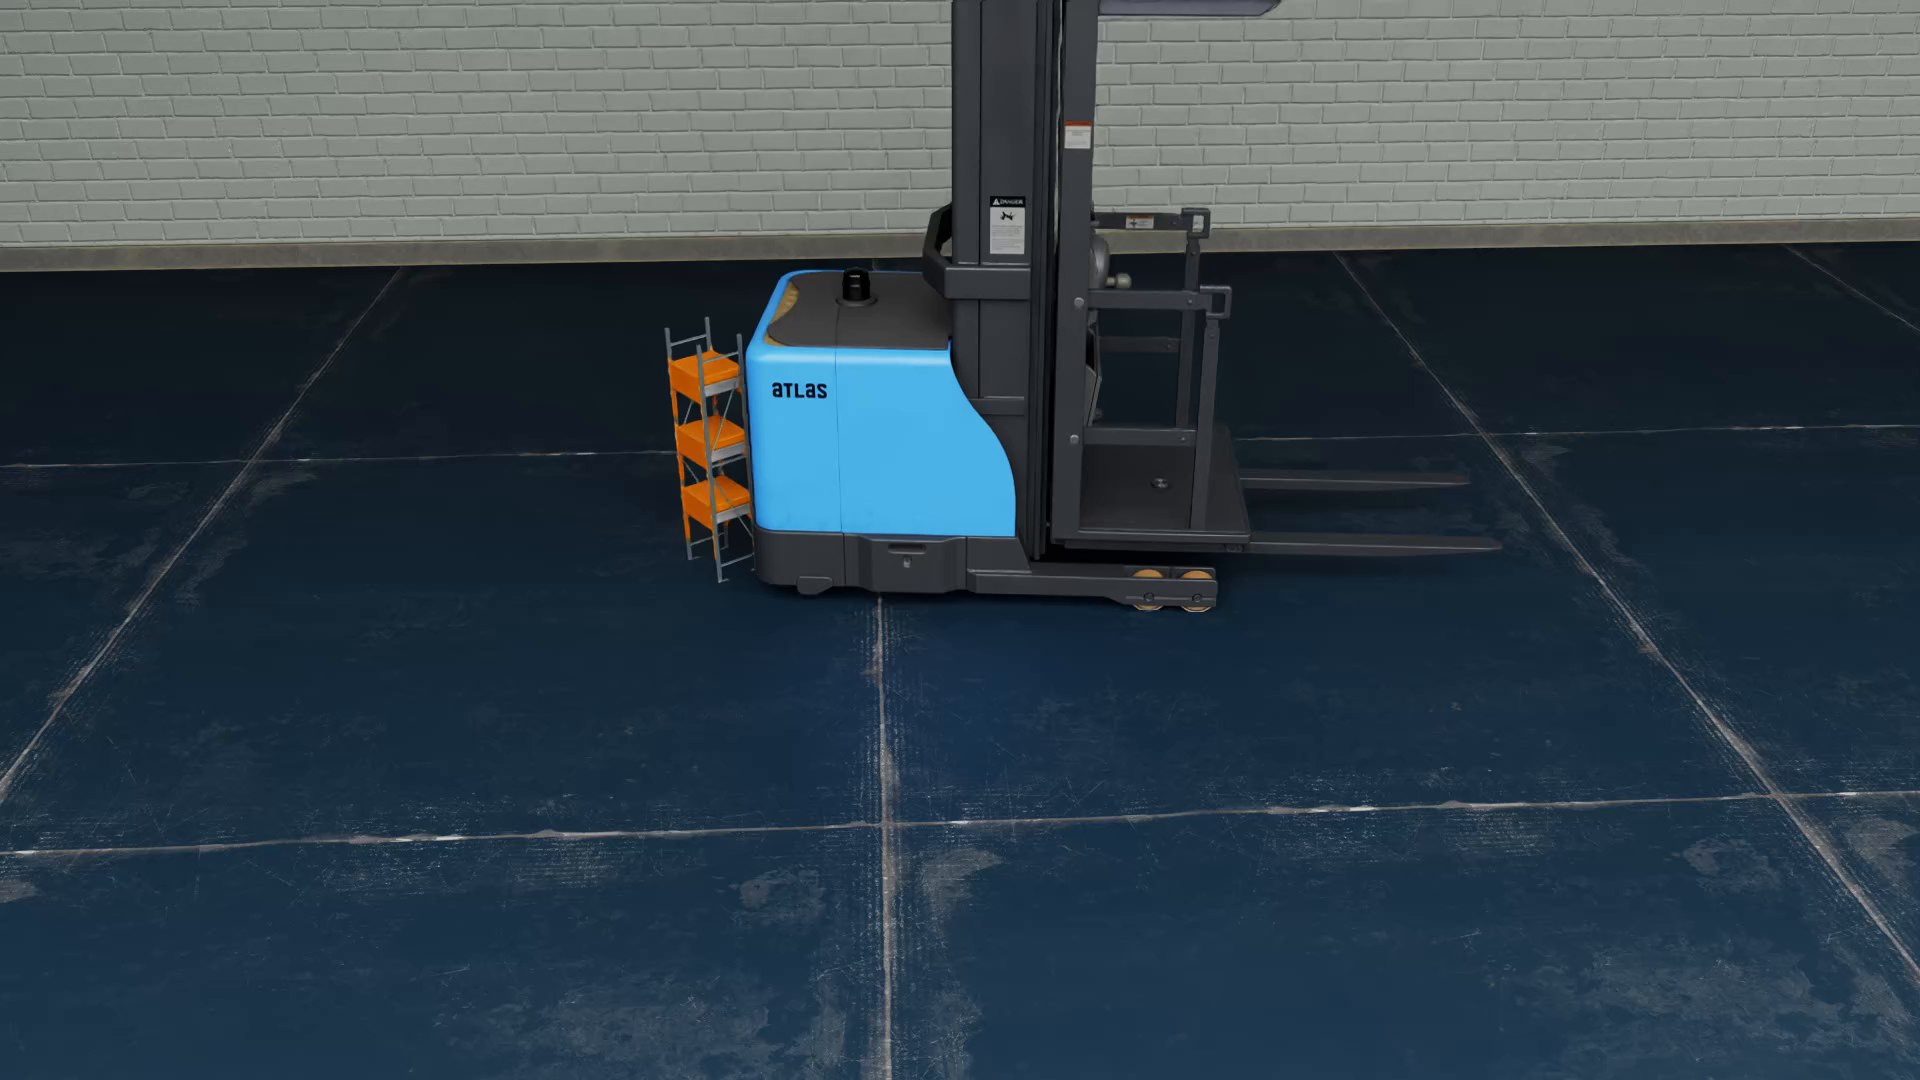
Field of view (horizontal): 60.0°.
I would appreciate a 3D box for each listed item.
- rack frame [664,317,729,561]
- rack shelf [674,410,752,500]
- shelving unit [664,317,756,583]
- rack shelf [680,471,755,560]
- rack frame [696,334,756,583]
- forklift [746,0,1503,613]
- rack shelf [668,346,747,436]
[{"bbox_3d":[-1.084,-0.405,6.886,0.200,1.050,0.008,-21,34,-33],"label":"rack frame"},{"bbox_3d":[-1.008,-0.351,6.807,0.215,0.259,0.240,-21,34,-33],"label":"rack shelf"},{"bbox_3d":[-1.008,-0.360,6.802,0.215,1.050,0.252,-21,34,-33],"label":"shelving unit"},{"bbox_3d":[-1.004,-0.106,6.938,0.215,0.259,0.240,-21,34,-33],"label":"rack shelf"},{"bbox_3d":[-0.932,-0.316,6.717,0.200,1.050,0.008,-21,34,-33],"label":"rack frame"},{"bbox_3d":[0.697,-1.260,6.497,3.031,2.935,1.130,1,28,3],"label":"forklift"},{"bbox_3d":[-1.011,-0.601,6.673,0.215,0.259,0.240,-21,34,-33],"label":"rack shelf"}]
